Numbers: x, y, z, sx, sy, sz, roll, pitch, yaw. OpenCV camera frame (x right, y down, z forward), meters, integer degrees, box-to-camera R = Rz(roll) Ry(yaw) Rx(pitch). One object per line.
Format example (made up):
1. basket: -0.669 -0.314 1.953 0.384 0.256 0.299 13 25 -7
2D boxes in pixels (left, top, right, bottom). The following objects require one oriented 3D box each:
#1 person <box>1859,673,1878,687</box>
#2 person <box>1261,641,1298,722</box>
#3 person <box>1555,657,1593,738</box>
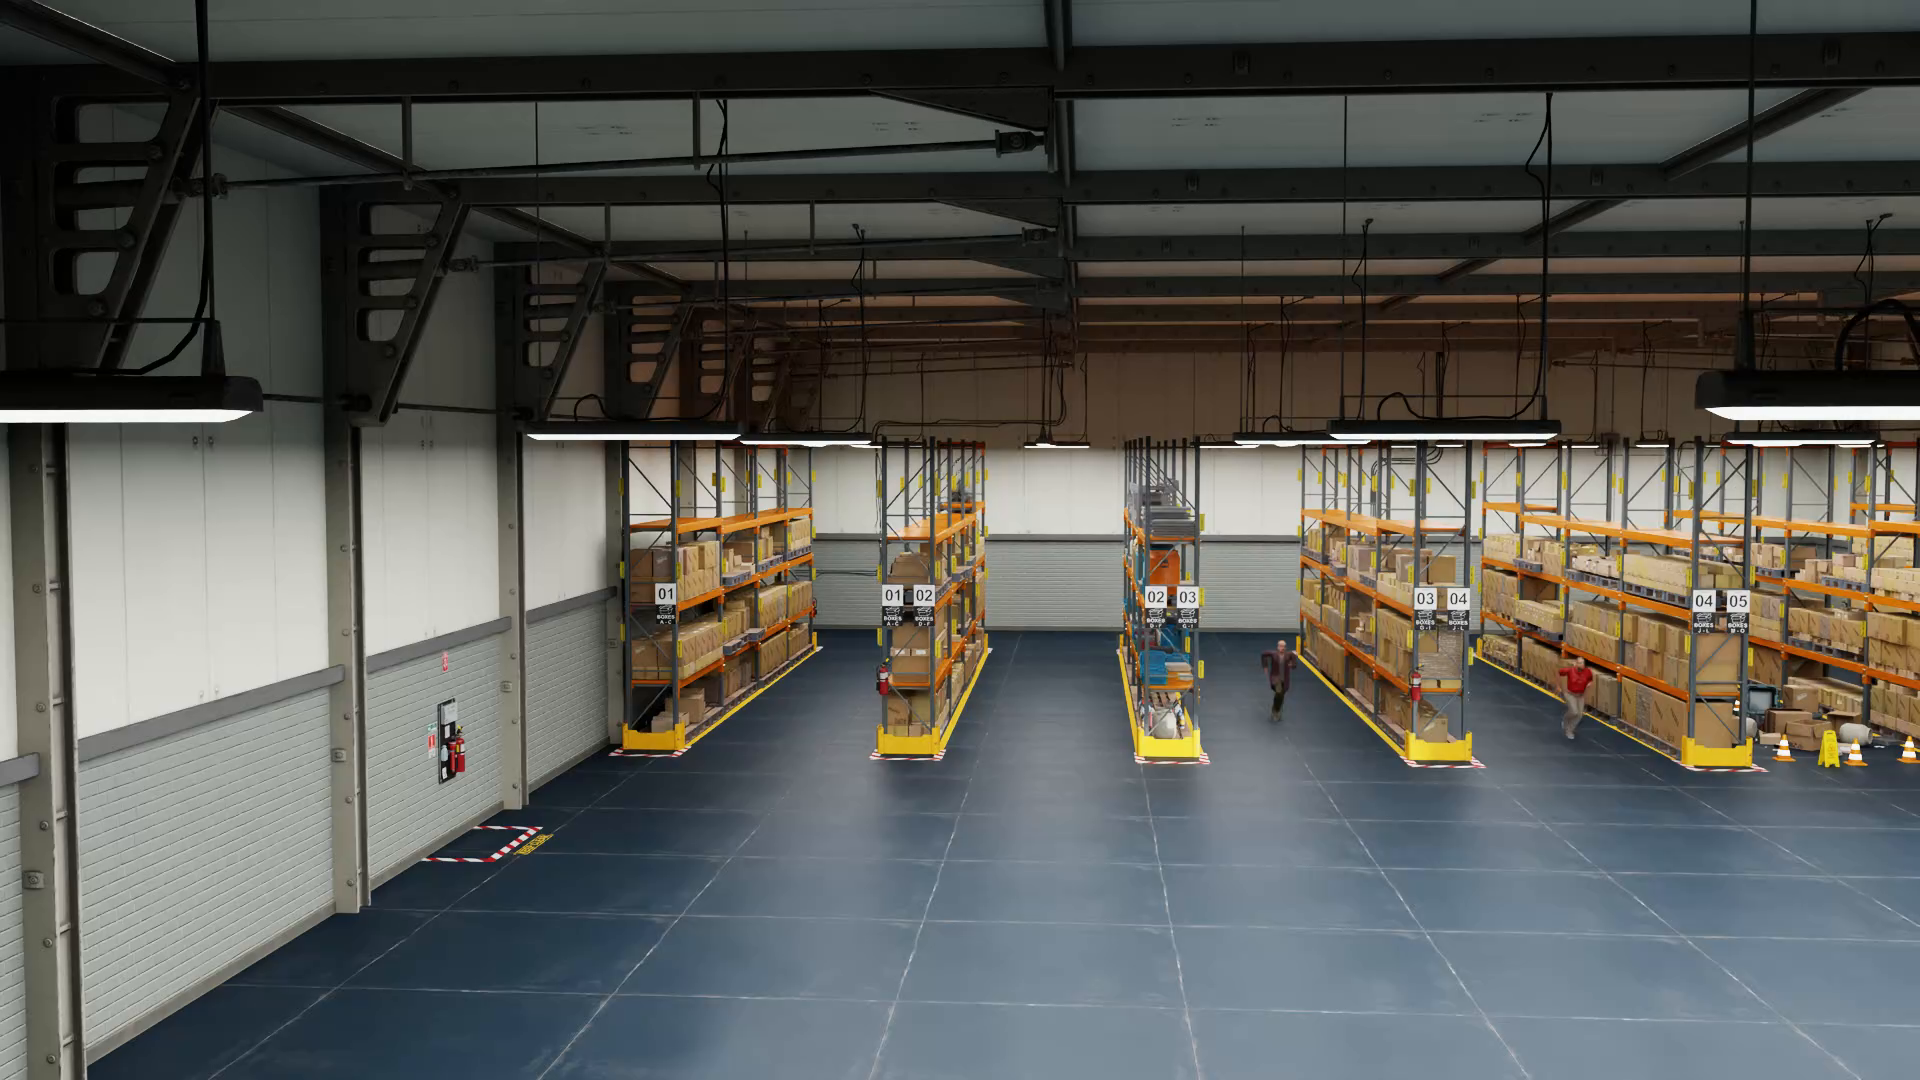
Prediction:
1. person: 20.891 2.858 38.103 0.671 1.721 0.798 0 3 0
2. person: 6.744 2.968 35.153 0.691 1.733 0.986 0 3 -7
3. person: 12.243 3.136 33.034 0.648 1.649 0.744 0 3 -7
